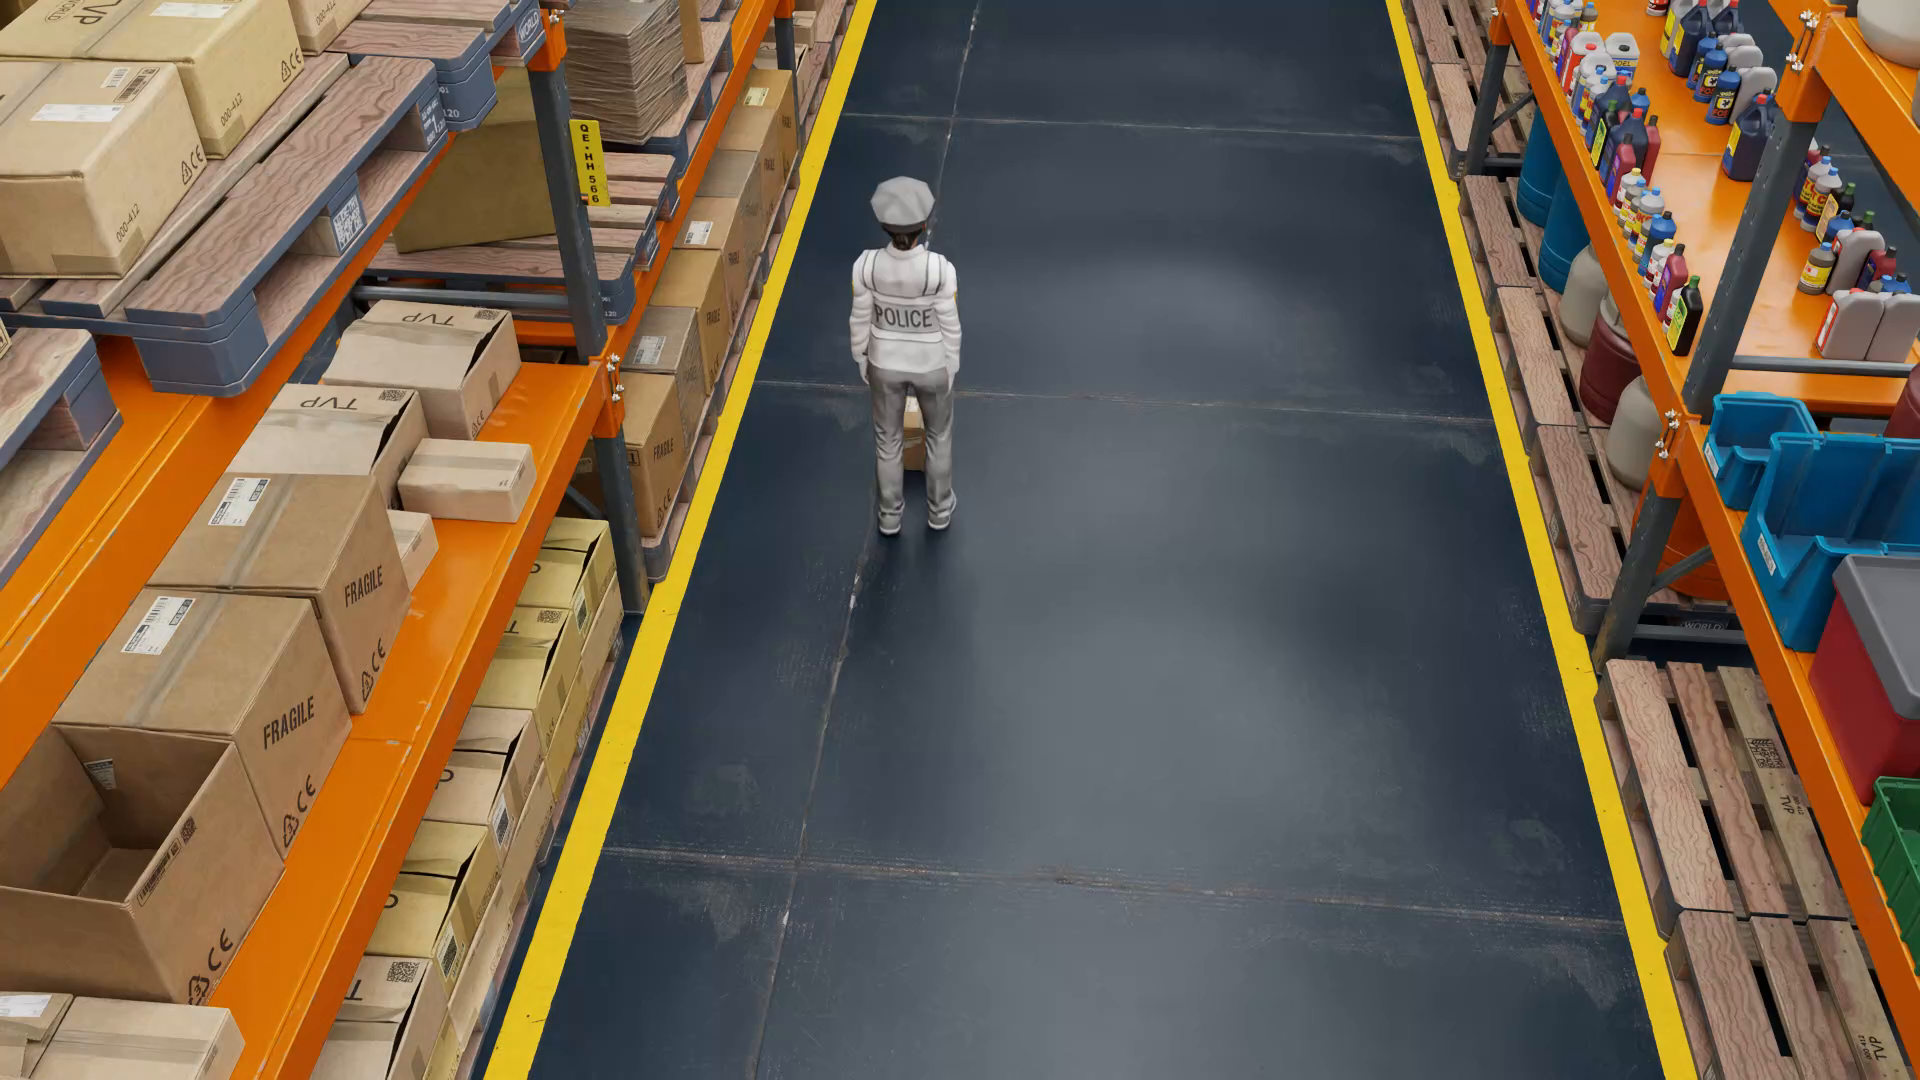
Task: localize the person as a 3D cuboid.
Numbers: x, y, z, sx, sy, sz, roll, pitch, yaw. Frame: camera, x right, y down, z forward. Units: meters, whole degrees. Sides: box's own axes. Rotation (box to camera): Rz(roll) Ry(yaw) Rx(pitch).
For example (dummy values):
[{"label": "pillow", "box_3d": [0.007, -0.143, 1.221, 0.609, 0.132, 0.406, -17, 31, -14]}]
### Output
[{"label": "person", "box_3d": [-0.225, -0.747, 7.028, 0.466, 1.678, 0.340, 4, 40, 5]}]
